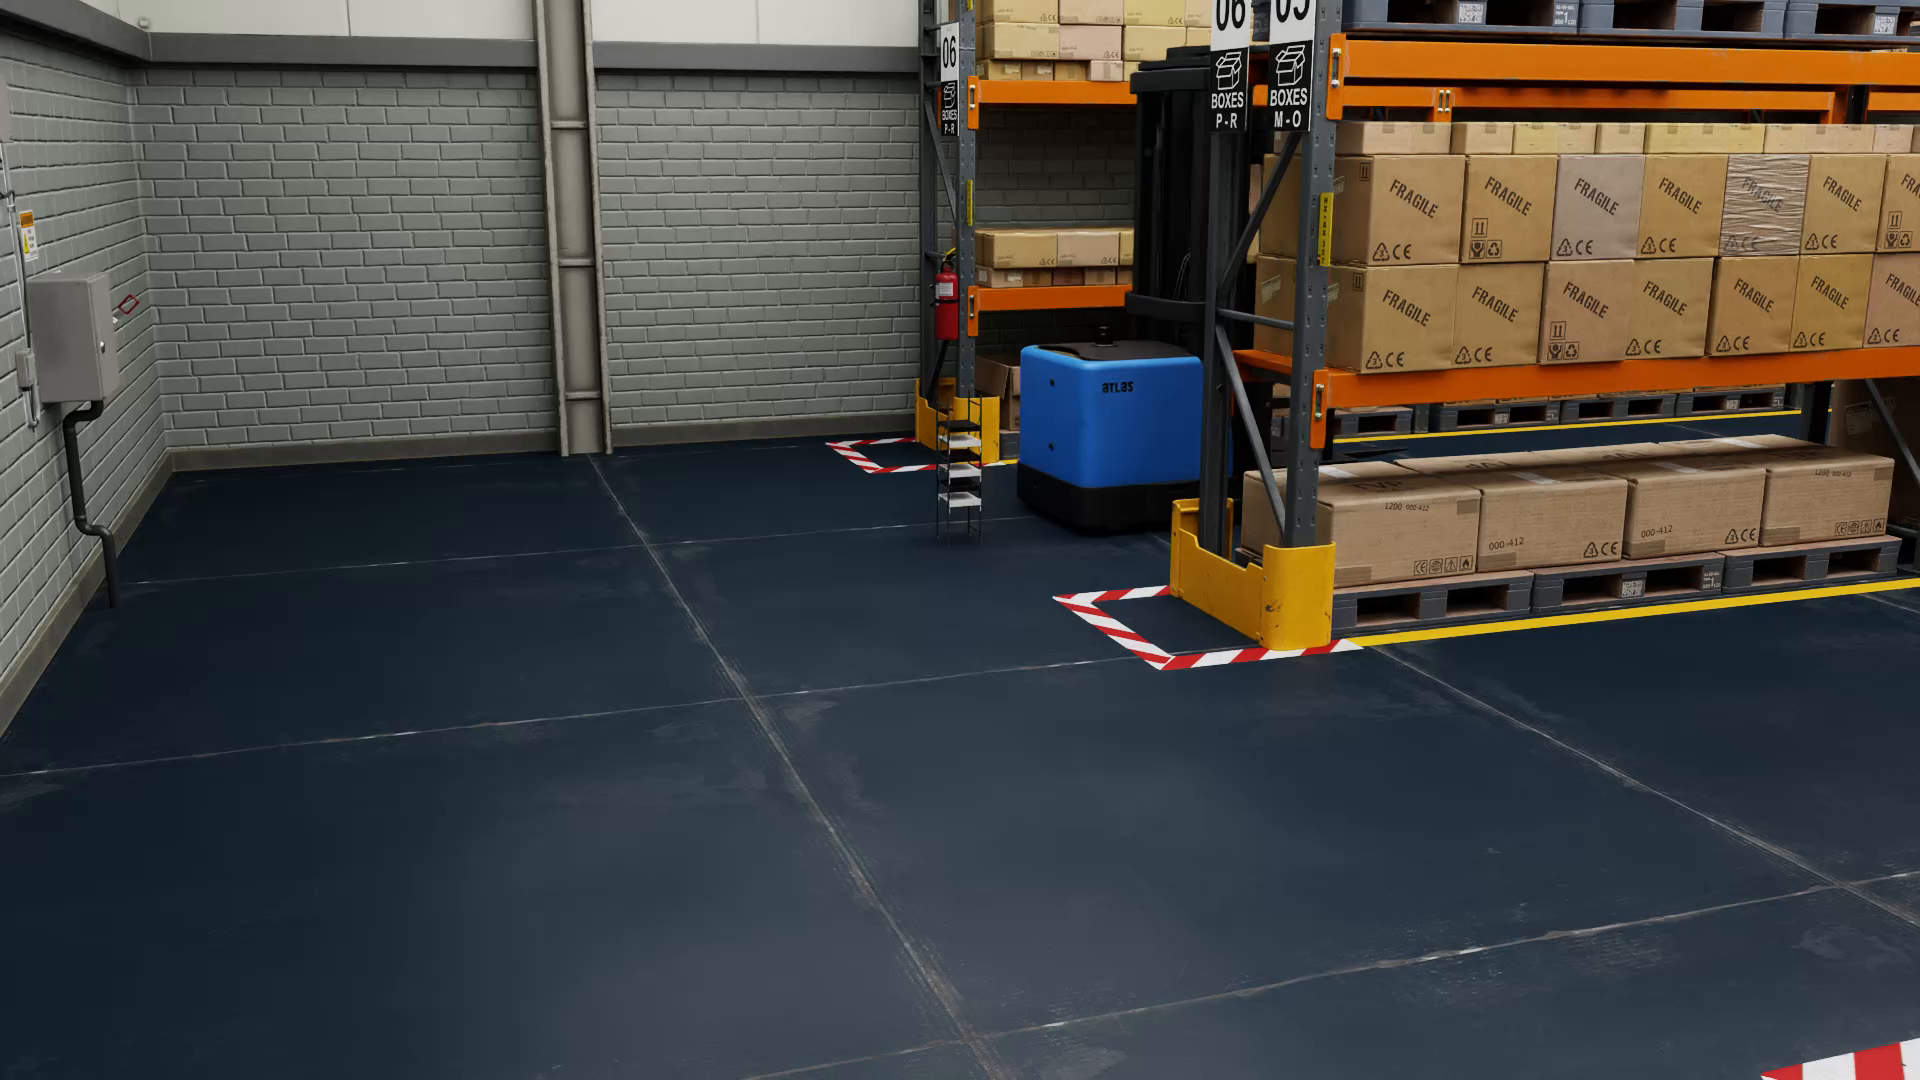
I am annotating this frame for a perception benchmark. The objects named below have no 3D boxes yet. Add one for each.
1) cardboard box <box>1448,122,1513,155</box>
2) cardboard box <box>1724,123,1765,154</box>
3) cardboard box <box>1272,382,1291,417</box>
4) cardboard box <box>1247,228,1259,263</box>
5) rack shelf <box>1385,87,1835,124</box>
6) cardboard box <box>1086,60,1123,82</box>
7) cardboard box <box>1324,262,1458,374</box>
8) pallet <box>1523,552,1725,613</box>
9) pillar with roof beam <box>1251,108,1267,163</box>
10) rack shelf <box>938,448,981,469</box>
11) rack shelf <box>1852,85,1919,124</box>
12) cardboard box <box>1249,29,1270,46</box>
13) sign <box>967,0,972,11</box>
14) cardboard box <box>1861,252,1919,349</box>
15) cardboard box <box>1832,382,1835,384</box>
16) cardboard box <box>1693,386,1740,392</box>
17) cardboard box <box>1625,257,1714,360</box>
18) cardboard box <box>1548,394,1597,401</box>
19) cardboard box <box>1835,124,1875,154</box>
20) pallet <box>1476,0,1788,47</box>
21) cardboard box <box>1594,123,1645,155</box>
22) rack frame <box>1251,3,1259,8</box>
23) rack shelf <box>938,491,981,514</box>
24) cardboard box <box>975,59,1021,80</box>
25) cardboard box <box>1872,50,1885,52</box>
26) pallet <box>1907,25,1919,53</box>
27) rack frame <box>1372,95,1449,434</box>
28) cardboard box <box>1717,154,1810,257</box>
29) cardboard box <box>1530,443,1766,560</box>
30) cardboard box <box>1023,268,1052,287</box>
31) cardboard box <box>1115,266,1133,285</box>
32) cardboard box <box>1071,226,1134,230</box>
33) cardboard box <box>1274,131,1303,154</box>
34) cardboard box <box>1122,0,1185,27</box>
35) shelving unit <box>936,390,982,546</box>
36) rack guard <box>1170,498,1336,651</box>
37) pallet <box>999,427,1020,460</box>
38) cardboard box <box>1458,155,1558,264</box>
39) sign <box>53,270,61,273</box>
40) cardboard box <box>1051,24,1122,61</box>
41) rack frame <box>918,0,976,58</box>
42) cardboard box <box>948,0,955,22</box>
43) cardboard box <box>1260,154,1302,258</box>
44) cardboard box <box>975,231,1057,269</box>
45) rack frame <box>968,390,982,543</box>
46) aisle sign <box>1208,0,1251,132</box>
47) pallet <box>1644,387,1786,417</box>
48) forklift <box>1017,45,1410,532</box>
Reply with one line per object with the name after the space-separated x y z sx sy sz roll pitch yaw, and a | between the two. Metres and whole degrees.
2.415 -1.913 7.927 0.250 0.149 0.380 -4 14 -16 | cardboard box
3.851 -2.041 8.463 0.250 0.149 0.380 -5 14 -19 | cardboard box
2.312 -1.300 13.622 0.500 0.500 0.700 -5 14 -20 | cardboard box
2.335 -2.358 13.257 0.500 0.250 0.500 -5 14 -18 | cardboard box
5.582 -3.709 14.326 4.000 0.370 1.077 -4 14 -18 | rack shelf
1.029 -3.502 12.446 0.250 0.149 0.380 -4 14 -17 | cardboard box
2.028 -1.089 8.025 0.500 0.500 0.500 -5 14 -19 | cardboard box
3.369 0.123 9.170 1.213 0.211 1.003 -4 14 -18 | pallet
4.112 -4.573 9.920 0.400 9.000 9.100 -4 14 -18 | pillar with roof beam
-0.008 -0.492 10.023 0.200 0.077 0.258 -4 14 -18 | rack shelf
7.169 -2.620 9.750 4.000 0.370 1.077 -4 14 -18 | rack shelf
2.330 -3.816 12.905 0.500 0.250 0.500 -4 14 -17 | cardboard box
0.068 -3.922 11.779 0.005 0.325 0.100 -4 14 -18 | sign
4.915 -1.322 9.002 0.500 0.500 0.500 -4 14 -18 | cardboard box
8.073 -1.839 15.617 0.625 0.625 0.875 -4 14 -16 | cardboard box
6.668 -1.622 14.976 0.500 0.500 0.500 -5 14 -19 | cardboard box
3.456 -1.207 8.519 0.500 0.500 0.500 -4 14 -16 | cardboard box
5.193 -1.504 14.477 0.500 0.500 0.500 -5 14 -20 | cardboard box
4.559 -2.110 8.752 0.250 0.149 0.380 -4 14 -18 | cardboard box
3.340 -2.632 8.437 1.213 0.211 1.003 -4 14 -18 | pallet
3.141 -1.977 8.194 0.250 0.149 0.380 -4 14 -18 | cardboard box
1.482 -3.987 7.458 0.127 3.000 1.000 -4 14 -18 | rack frame
-0.008 -0.230 10.086 0.200 0.077 0.258 -4 14 -18 | rack shelf
0.271 -3.466 12.294 0.250 0.149 0.380 -4 14 -17 | cardboard box
7.905 -4.305 14.658 0.250 0.166 0.380 -4 14 -18 | cardboard box
6.126 -2.808 9.398 1.217 0.209 0.805 -5 14 -20 | pallet
3.686 -2.452 13.969 0.127 3.000 1.000 -4 14 -18 | rack frame
3.951 -1.728 8.548 0.500 0.500 0.500 -4 14 -17 | cardboard box
3.795 -0.232 9.267 0.875 0.438 0.875 -5 14 -20 | cardboard box
0.521 -2.028 12.727 0.250 0.149 0.380 -4 14 -17 | cardboard box
1.268 -2.081 12.951 0.250 0.149 0.380 -4 14 -17 | cardboard box
1.206 -2.394 13.406 0.500 0.250 0.500 -4 14 -16 | cardboard box
1.758 -1.989 8.246 0.250 0.149 0.380 -4 14 -17 | cardboard box
1.356 -3.982 12.521 0.500 0.250 0.500 -5 14 -19 | cardboard box
-0.008 -0.437 10.036 0.210 0.900 0.258 -4 14 -18 | shelving unit
1.459 0.149 8.434 0.348 0.500 1.175 -4 14 -18 | rack guard
0.723 -0.865 13.322 1.213 0.211 1.003 -4 14 -18 | pallet
2.515 -1.616 8.078 0.500 0.500 0.500 -5 14 -20 | cardboard box
-4.740 -1.165 8.765 0.001 0.494 0.329 -4 14 -18 | sign
0.878 -3.703 12.426 0.500 0.250 0.500 -4 14 -17 | cardboard box
-0.105 -5.075 12.033 0.127 3.000 1.000 -4 14 -18 | rack frame
0.227 -4.025 12.701 0.500 0.250 0.500 -5 14 -20 | cardboard box
1.863 -1.691 8.394 0.500 0.500 0.500 -4 14 -16 | cardboard box
0.411 -2.203 12.603 0.500 0.250 0.500 -4 14 -18 | cardboard box
0.089 -0.445 10.068 0.006 0.900 0.240 -4 14 -18 | rack frame
1.315 -2.396 8.115 0.004 0.787 0.394 -4 14 -18 | aisle sign
6.758 -1.344 15.336 1.213 0.211 1.003 -4 14 -18 | pallet
1.944 -1.677 10.858 3.031 2.935 1.130 -5 14 -22 | forklift
